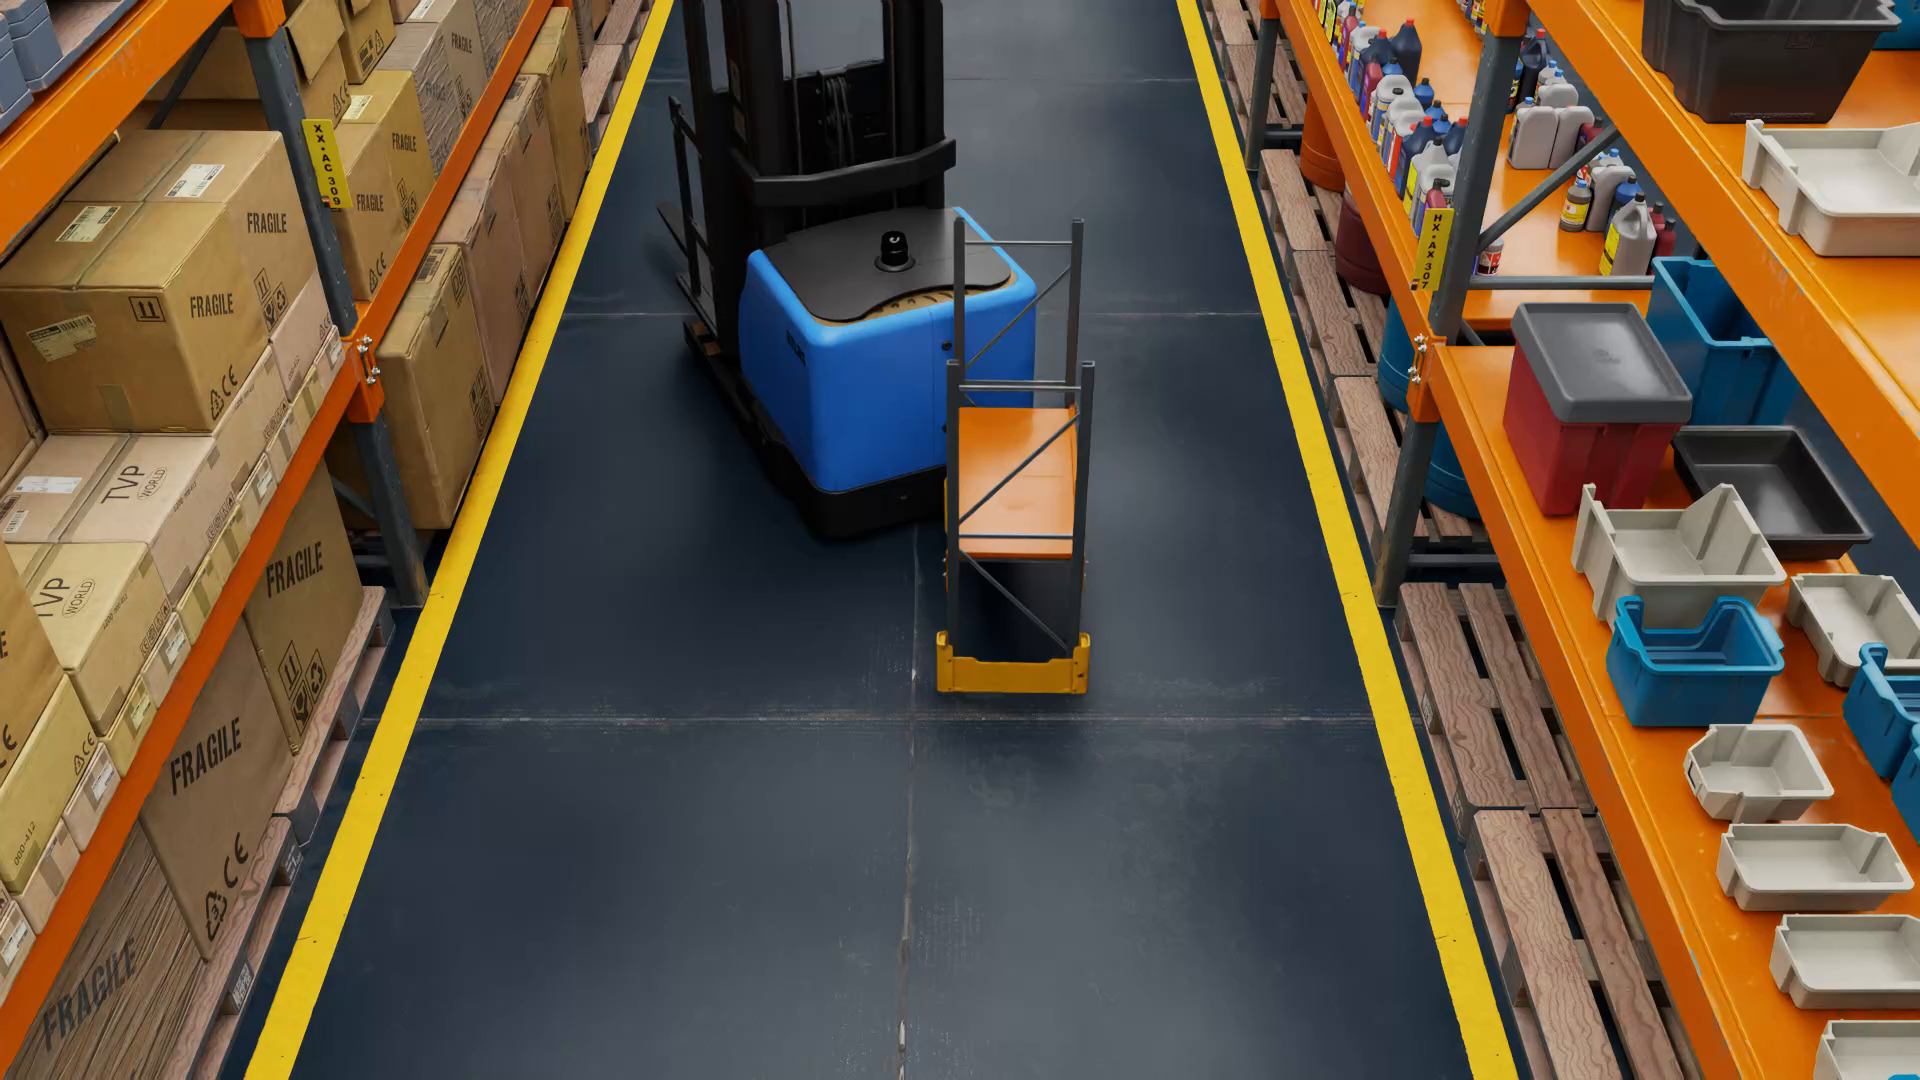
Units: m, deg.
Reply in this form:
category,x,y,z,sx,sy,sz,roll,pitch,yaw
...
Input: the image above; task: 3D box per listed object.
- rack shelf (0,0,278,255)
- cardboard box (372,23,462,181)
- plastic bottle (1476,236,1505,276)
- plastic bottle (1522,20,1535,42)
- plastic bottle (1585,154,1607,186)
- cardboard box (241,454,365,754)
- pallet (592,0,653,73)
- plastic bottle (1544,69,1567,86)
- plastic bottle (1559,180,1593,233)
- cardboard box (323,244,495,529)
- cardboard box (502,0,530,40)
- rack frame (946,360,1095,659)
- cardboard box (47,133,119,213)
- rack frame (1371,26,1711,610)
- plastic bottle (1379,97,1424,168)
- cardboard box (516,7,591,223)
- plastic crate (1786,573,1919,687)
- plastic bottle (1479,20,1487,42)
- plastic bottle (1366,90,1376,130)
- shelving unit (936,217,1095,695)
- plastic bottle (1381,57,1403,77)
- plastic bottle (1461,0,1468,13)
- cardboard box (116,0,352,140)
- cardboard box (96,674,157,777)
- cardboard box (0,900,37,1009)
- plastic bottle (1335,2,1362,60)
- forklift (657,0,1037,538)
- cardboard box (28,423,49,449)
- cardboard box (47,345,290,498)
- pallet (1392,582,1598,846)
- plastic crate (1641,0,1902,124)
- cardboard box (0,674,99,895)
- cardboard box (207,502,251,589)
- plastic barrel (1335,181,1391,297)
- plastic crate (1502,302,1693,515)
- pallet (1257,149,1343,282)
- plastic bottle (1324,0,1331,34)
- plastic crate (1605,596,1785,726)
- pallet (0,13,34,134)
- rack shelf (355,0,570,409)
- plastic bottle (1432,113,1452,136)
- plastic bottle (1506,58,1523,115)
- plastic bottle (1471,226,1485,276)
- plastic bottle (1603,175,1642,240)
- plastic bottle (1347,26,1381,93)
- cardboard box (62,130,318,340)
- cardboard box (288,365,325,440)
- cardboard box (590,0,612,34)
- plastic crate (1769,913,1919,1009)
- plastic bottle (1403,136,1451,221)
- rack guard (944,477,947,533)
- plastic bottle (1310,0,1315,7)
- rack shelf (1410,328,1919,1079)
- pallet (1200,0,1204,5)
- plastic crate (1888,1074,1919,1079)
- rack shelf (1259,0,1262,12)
category,x,y,z,sx,sy,sz,roll,pitch,yaw
rack shelf,-2.722,-0.557,3.723,1.077,0.370,4.000,0,39,0
cardboard box,-2.476,-1.872,7.108,0.500,0.500,0.500,-1,39,-1
plastic bottle,2.030,-1.102,6.385,0.097,0.201,0.097,0,39,0
plastic bottle,2.611,-2.337,7.807,0.144,0.351,0.185,0,39,0
plastic bottle,2.636,-1.496,6.877,0.097,0.201,0.097,0,39,0
cardboard box,-2.803,0.160,6.015,0.875,0.875,0.875,0,39,0
pallet,-2.726,-3.581,11.550,1.003,0.211,1.213,0,39,0
plastic bottle,2.635,-1.958,7.397,0.097,0.271,0.097,0,39,0
plastic bottle,2.484,-1.351,6.696,0.097,0.201,0.097,0,39,0
cardboard box,-2.745,-0.653,7.029,1.225,0.875,0.875,0,39,0
cardboard box,-2.485,-2.838,8.313,0.500,0.500,0.500,0,39,0
rack frame,0.204,-0.010,6.063,0.500,1.500,0.032,1,39,1
cardboard box,-2.979,-0.969,5.342,0.500,0.500,0.500,0,39,0
rack frame,2.229,-0.922,6.001,1.000,3.000,0.127,0,39,0
plastic bottle,1.904,-1.747,7.131,0.152,0.276,0.135,0,39,0
cardboard box,-2.748,-2.323,9.113,1.225,0.875,0.875,-2,39,-2
plastic crate,2.532,0.247,4.707,0.293,0.136,0.466,0,39,0
plastic bottle,2.634,-2.572,8.220,0.097,0.201,0.097,0,39,0
plastic bottle,1.876,-1.936,7.426,0.097,0.201,0.097,0,39,0
shelving unit,0.215,-0.322,6.453,0.587,1.500,1.083,1,39,1
plastic bottle,1.937,-2.047,7.508,0.097,0.271,0.097,0,39,0
plastic bottle,2.634,-2.815,8.524,0.097,0.201,0.097,0,39,0
cardboard box,-2.733,-1.748,6.150,0.797,0.503,0.637,-1,39,-1
cardboard box,-2.393,0.497,4.432,0.380,0.149,0.250,-1,39,-1
cardboard box,-2.393,0.975,3.835,0.380,0.149,0.250,-1,39,-1
plastic bottle,1.876,-2.452,8.013,0.097,0.271,0.097,0,39,0
forklift,-0.740,-2.070,7.489,1.130,2.935,3.031,-16,41,-19
cardboard box,-2.990,-0.371,5.196,0.500,0.250,0.500,0,39,0
cardboard box,-2.458,-0.376,5.203,0.500,0.250,0.500,1,39,1
pallet,2.269,0.626,6.300,1.003,0.211,1.213,0,39,0
plastic crate,1.956,-1.264,4.135,0.497,0.269,0.590,0,39,0
cardboard box,-2.454,0.586,4.002,0.500,0.250,0.500,-1,39,-2
cardboard box,-2.394,0.014,5.035,0.380,0.149,0.250,1,39,1
plastic barrel,2.243,-1.634,8.483,0.600,0.588,0.708,0,39,0
plastic crate,1.979,-0.411,5.266,0.402,0.464,0.583,0,39,0
pallet,2.267,-1.842,9.380,1.003,0.211,1.213,0,39,0
plastic bottle,1.875,-2.629,8.291,0.097,0.201,0.097,0,39,0
plastic crate,1.975,0.338,4.516,0.416,0.233,0.300,0,39,0
pallet,-2.735,-0.781,3.499,1.003,0.211,1.213,0,39,0
rack shelf,-2.726,-1.888,7.783,1.077,0.370,4.000,0,39,0
plastic bottle,2.029,-1.673,7.042,0.097,0.271,0.097,0,39,0
plastic bottle,2.491,-2.079,7.549,0.097,0.271,0.097,0,39,0
plastic bottle,1.905,-1.119,6.347,0.152,0.276,0.135,0,39,0
plastic bottle,2.637,-1.317,6.598,0.097,0.271,0.097,0,39,0
plastic bottle,1.903,-2.237,7.741,0.152,0.276,0.135,0,39,0
cardboard box,-2.456,-0.981,5.358,0.500,0.500,0.500,1,39,1
cardboard box,-2.395,-0.468,5.637,0.380,0.149,0.250,1,39,1
cardboard box,-2.770,-3.736,11.160,0.700,0.500,0.500,3,39,4
plastic crate,2.066,0.968,3.806,0.396,0.136,0.243,0,39,0
plastic bottle,1.901,-1.477,6.734,0.144,0.351,0.185,0,39,0
rack guard,0.225,-0.146,7.232,0.587,0.250,0.087,1,39,1
plastic bottle,1.856,-2.901,8.565,0.061,0.283,0.133,0,39,0
rack shelf,2.231,0.610,4.666,1.077,0.370,4.000,0,39,0
pallet,2.260,-4.345,12.503,1.003,0.211,1.213,0,39,0
plastic crate,2.047,1.333,3.111,0.616,0.435,0.499,0,39,0
rack shelf,2.222,-4.393,10.908,1.077,0.370,4.000,0,39,0
